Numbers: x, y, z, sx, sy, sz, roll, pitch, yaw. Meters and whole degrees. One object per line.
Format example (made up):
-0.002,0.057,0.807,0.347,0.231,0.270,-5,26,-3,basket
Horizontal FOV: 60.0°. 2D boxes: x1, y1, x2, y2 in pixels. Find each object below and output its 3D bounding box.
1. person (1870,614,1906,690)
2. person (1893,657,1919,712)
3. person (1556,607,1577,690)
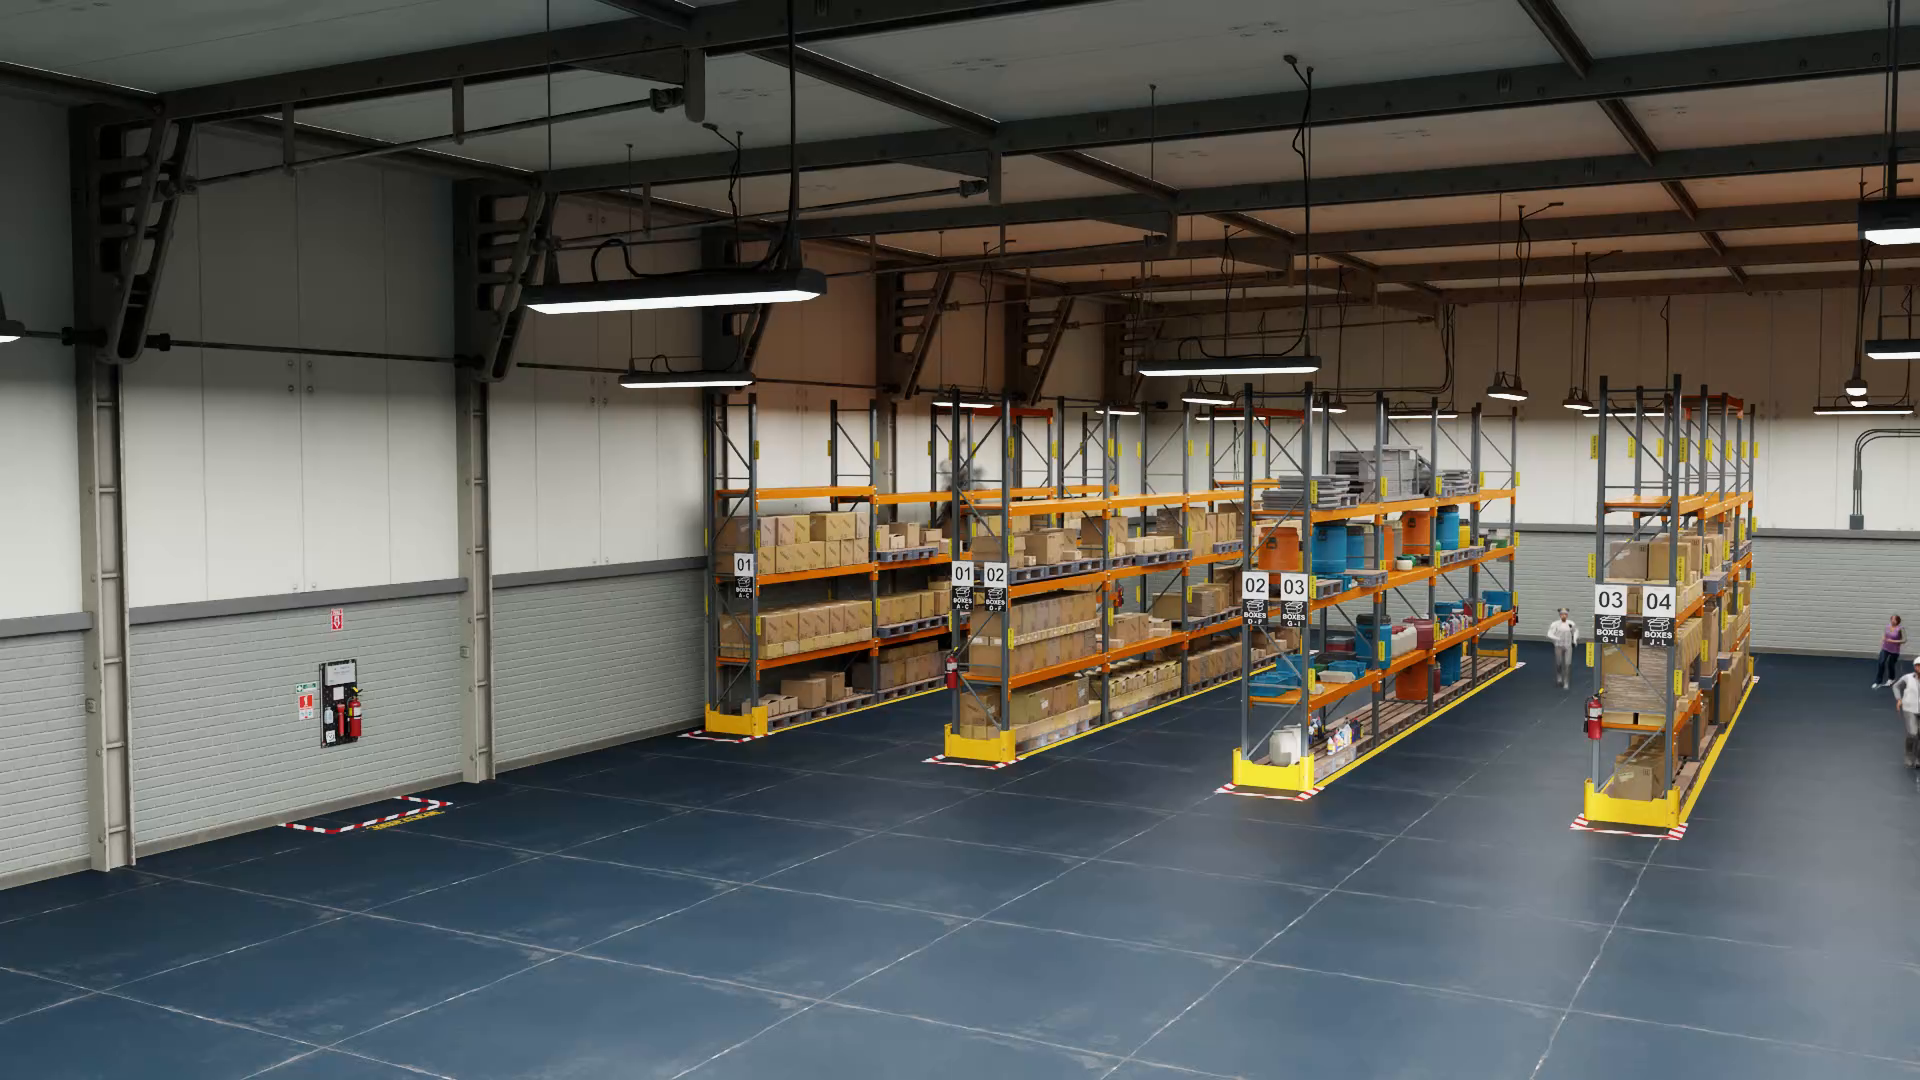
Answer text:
19.500,2.353,34.777,0.743,1.585,0.594,-3,4,-44,person
15.053,2.275,26.097,0.644,0.894,0.634,1,3,19,person
12.712,2.253,34.902,0.453,1.696,0.937,1,3,16,person
